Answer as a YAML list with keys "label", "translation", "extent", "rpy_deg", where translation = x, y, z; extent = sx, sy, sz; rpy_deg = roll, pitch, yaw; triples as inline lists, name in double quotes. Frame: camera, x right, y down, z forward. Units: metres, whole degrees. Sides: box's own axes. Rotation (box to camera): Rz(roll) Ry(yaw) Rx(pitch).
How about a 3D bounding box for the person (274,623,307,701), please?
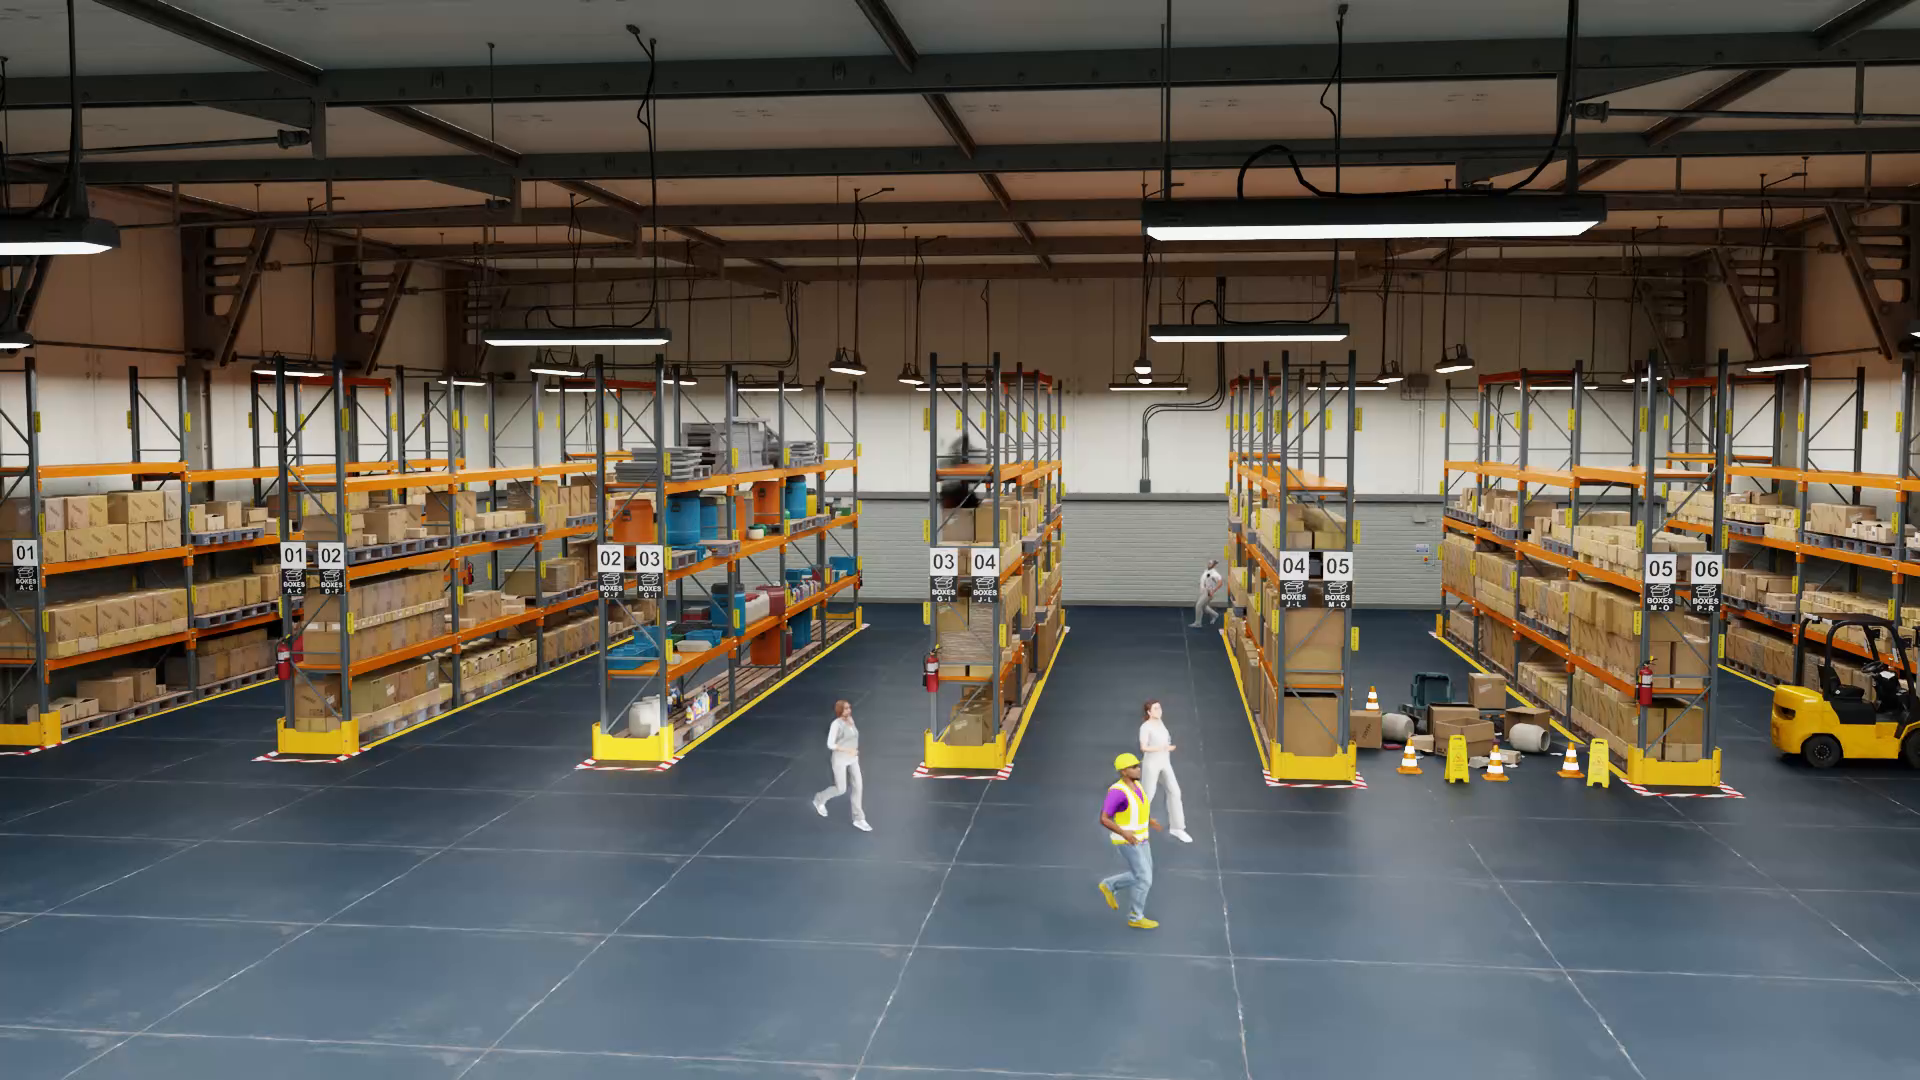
- label: "person"
  translation: [-10.978, 2.225, 27.490]
  extent: [0.663, 1.717, 0.816]
  rpy_deg: [0, 4, 1]

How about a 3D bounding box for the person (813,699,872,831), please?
- label: "person"
  translation: [-1.443, 2.757, 20.529]
  extent: [0.870, 1.597, 0.553]
  rpy_deg: [3, 5, 36]

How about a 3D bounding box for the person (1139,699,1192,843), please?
- label: "person"
  translation: [2.376, 2.746, 20.023]
  extent: [0.572, 1.668, 0.965]
  rpy_deg: [-4, 5, -42]

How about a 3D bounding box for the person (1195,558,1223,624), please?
- label: "person"
  translation: [6.042, 1.242, 40.406]
  extent: [0.628, 1.651, 0.729]
  rpy_deg: [-1, 4, -9]

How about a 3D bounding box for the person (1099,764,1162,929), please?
- label: "person"
  translation: [1.659, 2.992, 16.529]
  extent: [0.696, 1.686, 0.704]
  rpy_deg: [2, 5, 31]
